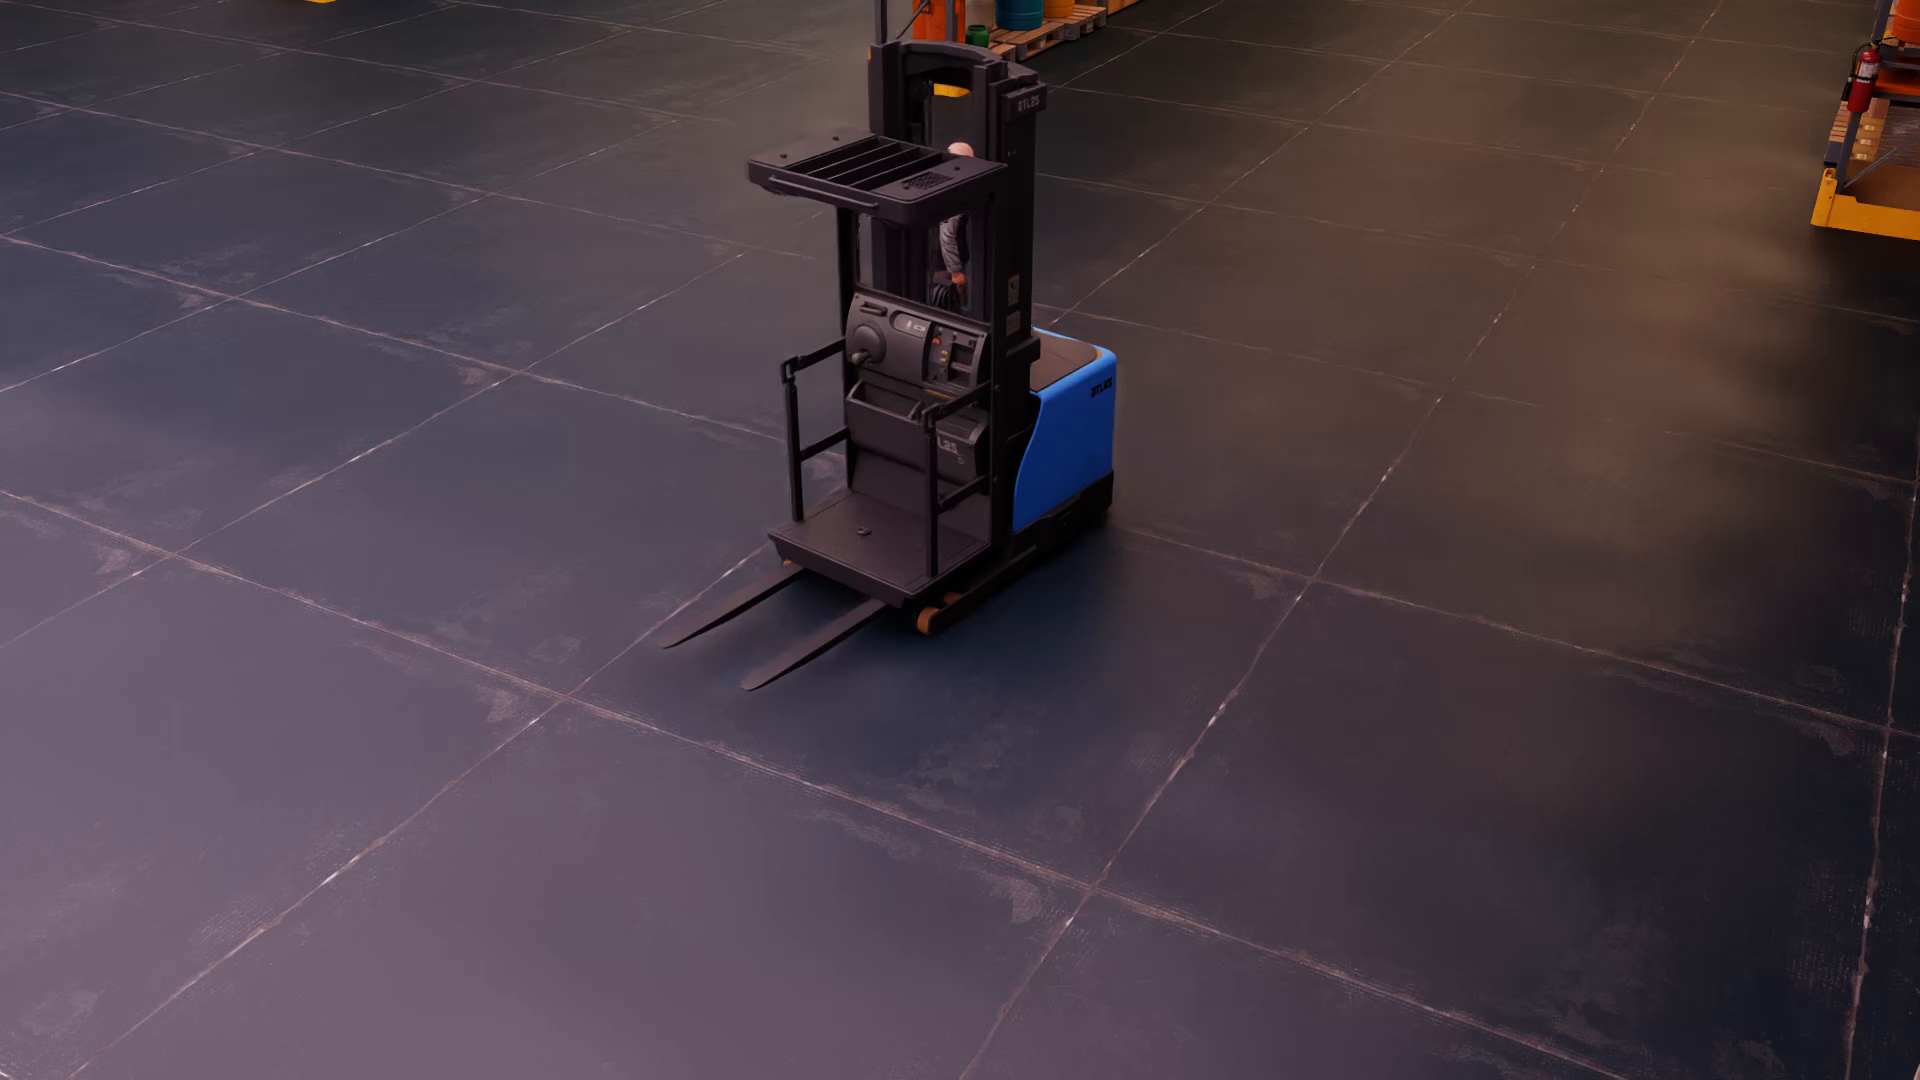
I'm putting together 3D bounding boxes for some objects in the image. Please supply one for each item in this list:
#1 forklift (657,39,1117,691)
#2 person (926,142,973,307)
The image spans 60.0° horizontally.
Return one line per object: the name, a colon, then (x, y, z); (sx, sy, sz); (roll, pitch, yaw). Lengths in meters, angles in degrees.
forklift: (-0.372, -1.023, 8.842); (1.130, 2.935, 3.031); (22, 36, 33)
person: (-0.081, -1.918, 11.608); (0.420, 1.719, 0.580); (-2, 30, -4)
